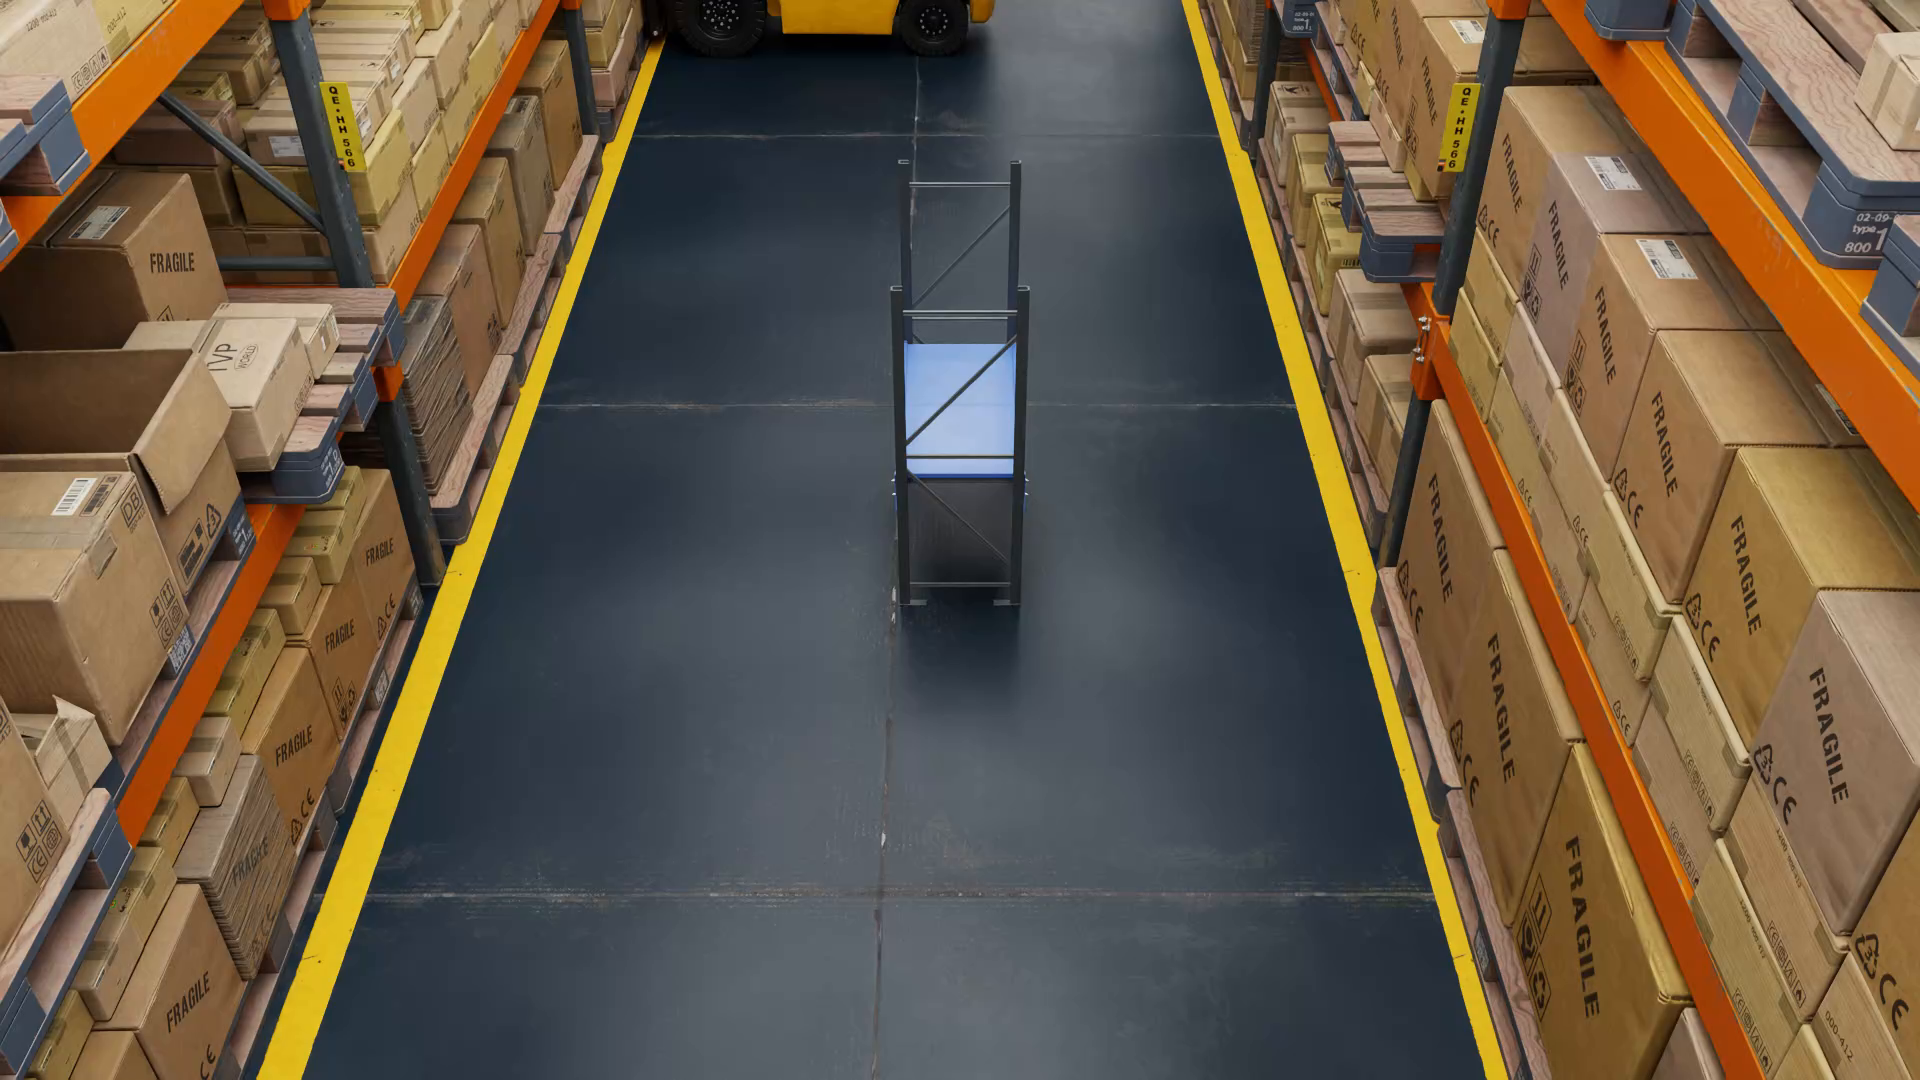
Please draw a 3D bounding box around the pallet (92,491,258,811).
[{"bbox_3d":[-2.681,0.283,4.651,1.003,0.211,1.213,0,39,0],"label":"pallet"}]

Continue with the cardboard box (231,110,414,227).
[{"bbox_3d":[-2.419,-1.422,6.346,0.500,0.250,0.500,0,39,0],"label":"cardboard box"}]

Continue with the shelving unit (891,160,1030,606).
[{"bbox_3d":[0.000,-0.639,6.848,0.538,1.500,1.048,0,39,0],"label":"shelving unit"}]

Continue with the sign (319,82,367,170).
[{"bbox_3d":[-2.145,-1.435,5.779,0.100,0.325,0.005,0,39,0],"label":"sign"}]

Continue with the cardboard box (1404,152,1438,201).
[{"bbox_3d":[1.967,-1.452,6.528,0.380,0.149,0.250,1,39,1],"label":"cardboard box"}]

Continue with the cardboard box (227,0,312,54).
[{"bbox_3d":[-2.935,-2.146,6.930,0.380,0.149,0.250,0,39,0],"label":"cardboard box"}]

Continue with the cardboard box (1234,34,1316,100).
[{"bbox_3d":[2.002,-2.976,10.427,0.500,0.250,0.500,2,39,2],"label":"cardboard box"}]

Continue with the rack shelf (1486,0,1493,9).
[{"bbox_3d":[2.273,-3.154,6.964,1.077,0.370,4.000,0,39,0],"label":"rack shelf"}]

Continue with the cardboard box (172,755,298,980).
[{"bbox_3d":[-2.460,1.033,5.225,0.500,0.500,0.500,-1,39,-2],"label":"cardboard box"}]

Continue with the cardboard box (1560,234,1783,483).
[{"bbox_3d":[2.027,-0.501,4.596,0.500,0.500,0.500,1,39,1],"label":"cardboard box"}]

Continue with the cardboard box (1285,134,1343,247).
[{"bbox_3d":[2.278,-1.876,8.958,0.950,0.372,0.625,2,39,3],"label":"cardboard box"}]

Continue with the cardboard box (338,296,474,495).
[{"bbox_3d":[-2.675,-0.635,7.207,0.875,0.625,0.625,1,39,1],"label":"cardboard box"}]

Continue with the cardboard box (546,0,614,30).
[{"bbox_3d":[-2.379,-3.293,10.024,0.500,0.250,0.500,-1,39,-1],"label":"cardboard box"}]

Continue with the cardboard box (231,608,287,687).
[{"bbox_3d":[-2.492,0.360,5.547,0.380,0.149,0.250,1,39,1],"label":"cardboard box"}]

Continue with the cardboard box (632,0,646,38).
[{"bbox_3d":[-2.394,-3.542,11.134,0.500,0.250,0.500,1,39,1],"label":"cardboard box"}]

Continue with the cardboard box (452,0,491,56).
[{"bbox_3d":[-2.452,-2.382,7.544,0.500,0.250,0.500,0,39,1],"label":"cardboard box"}]

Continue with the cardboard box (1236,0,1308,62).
[{"bbox_3d":[2.002,-3.268,10.193,0.500,0.500,0.500,-1,39,-1],"label":"cardboard box"}]

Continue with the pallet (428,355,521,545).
[{"bbox_3d":[-2.650,-0.434,7.623,1.003,0.211,1.213,0,39,0],"label":"pallet"}]

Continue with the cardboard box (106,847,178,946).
[{"bbox_3d":[-2.482,1.011,4.734,0.380,0.149,0.250,1,39,2],"label":"cardboard box"}]

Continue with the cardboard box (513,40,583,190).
[{"bbox_3d":[-2.681,-2.420,9.434,0.875,0.625,0.625,2,39,2],"label":"cardboard box"}]

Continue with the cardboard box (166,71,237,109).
[{"bbox_3d":[-3.003,-1.667,6.333,0.380,0.149,0.250,1,39,1],"label":"cardboard box"}]

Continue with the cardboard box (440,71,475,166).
[{"bbox_3d":[-2.447,-1.864,7.297,0.500,0.250,0.500,-1,39,-2],"label":"cardboard box"}]

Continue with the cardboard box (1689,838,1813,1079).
[{"bbox_3d":[2.028,0.947,3.789,0.500,0.250,0.500,-1,39,-1],"label":"cardboard box"}]

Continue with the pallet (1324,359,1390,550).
[{"bbox_3d":[2.276,-0.414,7.598,1.003,0.211,1.213,0,39,0],"label":"pallet"}]

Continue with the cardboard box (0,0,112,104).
[{"bbox_3d":[-2.443,-1.172,4.035,0.500,0.250,0.500,0,39,0],"label":"cardboard box"}]

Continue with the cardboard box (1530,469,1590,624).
[{"bbox_3d":[2.038,0.000,4.971,0.500,0.250,0.500,1,39,1],"label":"cardboard box"}]

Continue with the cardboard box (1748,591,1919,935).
[{"bbox_3d":[2.021,0.456,3.403,0.500,0.500,0.500,1,39,1],"label":"cardboard box"}]

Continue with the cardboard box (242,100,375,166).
[{"bbox_3d":[-2.394,-1.499,6.124,0.380,0.149,0.250,1,39,1],"label":"cardboard box"}]

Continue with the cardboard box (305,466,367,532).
[{"bbox_3d":[-2.434,-0.141,6.171,0.380,0.149,0.250,-2,39,-2],"label":"cardboard box"}]

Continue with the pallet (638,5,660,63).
[{"bbox_3d":[-2.656,-3.683,11.677,1.003,0.211,1.213,0,39,0],"label":"pallet"}]

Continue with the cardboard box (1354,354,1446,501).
[{"bbox_3d":[2.285,-0.505,7.248,0.950,0.372,0.625,-2,39,-3],"label":"cardboard box"}]

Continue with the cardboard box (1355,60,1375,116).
[{"bbox_3d":[1.916,-1.939,7.136,0.380,0.149,0.250,1,39,1],"label":"cardboard box"}]

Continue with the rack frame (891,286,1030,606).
[{"bbox_3d":[0.000,-0.321,6.451,0.500,1.500,0.032,0,39,0],"label":"rack frame"}]

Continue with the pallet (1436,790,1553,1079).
[{"bbox_3d":[2.200,1.329,5.423,1.003,0.211,1.213,0,39,0],"label":"pallet"}]

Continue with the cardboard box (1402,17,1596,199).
[{"bbox_3d":[1.997,-1.617,6.215,0.500,0.500,0.500,-1,39,-1],"label":"cardboard box"}]

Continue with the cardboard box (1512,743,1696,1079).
[{"bbox_3d":[2.191,1.200,4.717,0.875,0.875,0.875,1,39,1],"label":"cardboard box"}]

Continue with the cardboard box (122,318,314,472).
[{"bbox_3d":[-2.363,-0.454,5.202,0.500,0.250,0.500,-2,39,-2],"label":"cardboard box"}]

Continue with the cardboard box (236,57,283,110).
[{"bbox_3d":[-2.969,-1.745,6.749,0.500,0.250,0.500,0,39,0],"label":"cardboard box"}]

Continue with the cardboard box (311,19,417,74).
[{"bbox_3d":[-2.434,-1.991,6.737,0.380,0.149,0.250,0,39,0],"label":"cardboard box"}]

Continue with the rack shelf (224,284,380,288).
[{"bbox_3d":[-2.690,-2.054,7.833,0.919,0.124,3.809,0,39,0],"label":"rack shelf"}]

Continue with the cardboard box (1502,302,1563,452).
[{"bbox_3d":[2.029,-0.510,5.208,0.500,0.250,0.500,1,39,1],"label":"cardboard box"}]

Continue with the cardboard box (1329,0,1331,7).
[{"bbox_3d":[1.981,-2.586,7.944,0.380,0.149,0.250,0,39,0],"label":"cardboard box"}]

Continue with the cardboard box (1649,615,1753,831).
[{"bbox_3d":[2.022,0.439,4.024,0.500,0.250,0.500,1,39,1],"label":"cardboard box"}]

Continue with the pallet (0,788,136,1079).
[{"bbox_3d":[-2.575,1.069,3.671,1.003,0.211,1.213,0,39,0],"label":"pallet"}]

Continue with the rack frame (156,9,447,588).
[{"bbox_3d":[-2.688,-1.008,6.109,1.000,3.000,0.127,0,39,0],"label":"rack frame"}]

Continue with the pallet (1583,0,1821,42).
[{"bbox_3d":[2.329,-1.708,4.735,1.213,0.211,1.003,2,39,2],"label":"pallet"}]

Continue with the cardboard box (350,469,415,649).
[{"bbox_3d":[-2.473,0.068,6.430,0.500,0.500,0.500,1,39,1],"label":"cardboard box"}]

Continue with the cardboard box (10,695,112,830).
[{"bbox_3d":[-2.301,0.513,3.983,0.396,0.266,0.258,2,39,2],"label":"cardboard box"}]

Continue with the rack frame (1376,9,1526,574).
[{"bbox_3d":[2.276,-1.014,6.116,1.000,3.000,0.127,0,39,0],"label":"rack frame"}]
